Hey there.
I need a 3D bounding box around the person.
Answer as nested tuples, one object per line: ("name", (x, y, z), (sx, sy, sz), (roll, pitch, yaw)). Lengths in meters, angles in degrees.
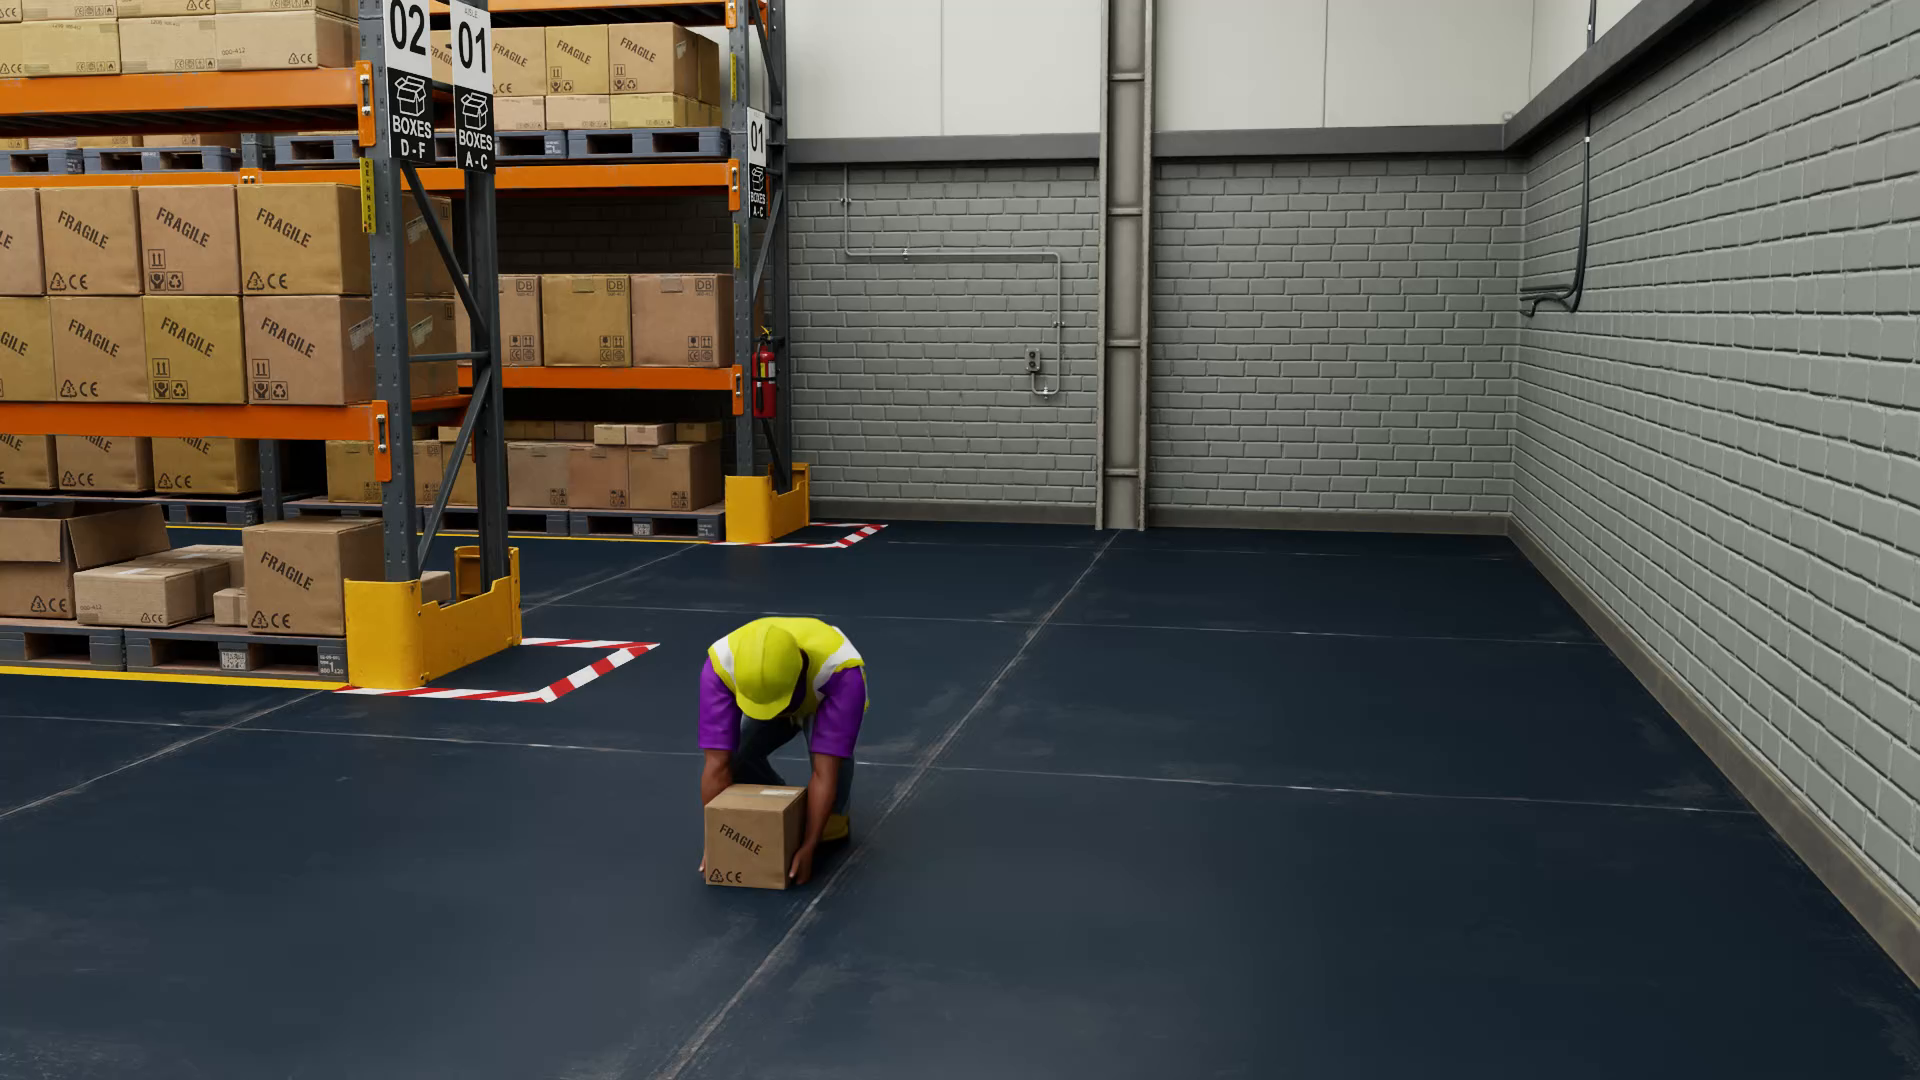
("person", (-0.545, 0.643, 5.409), (0.541, 0.886, 0.934), (1, 8, 10))
